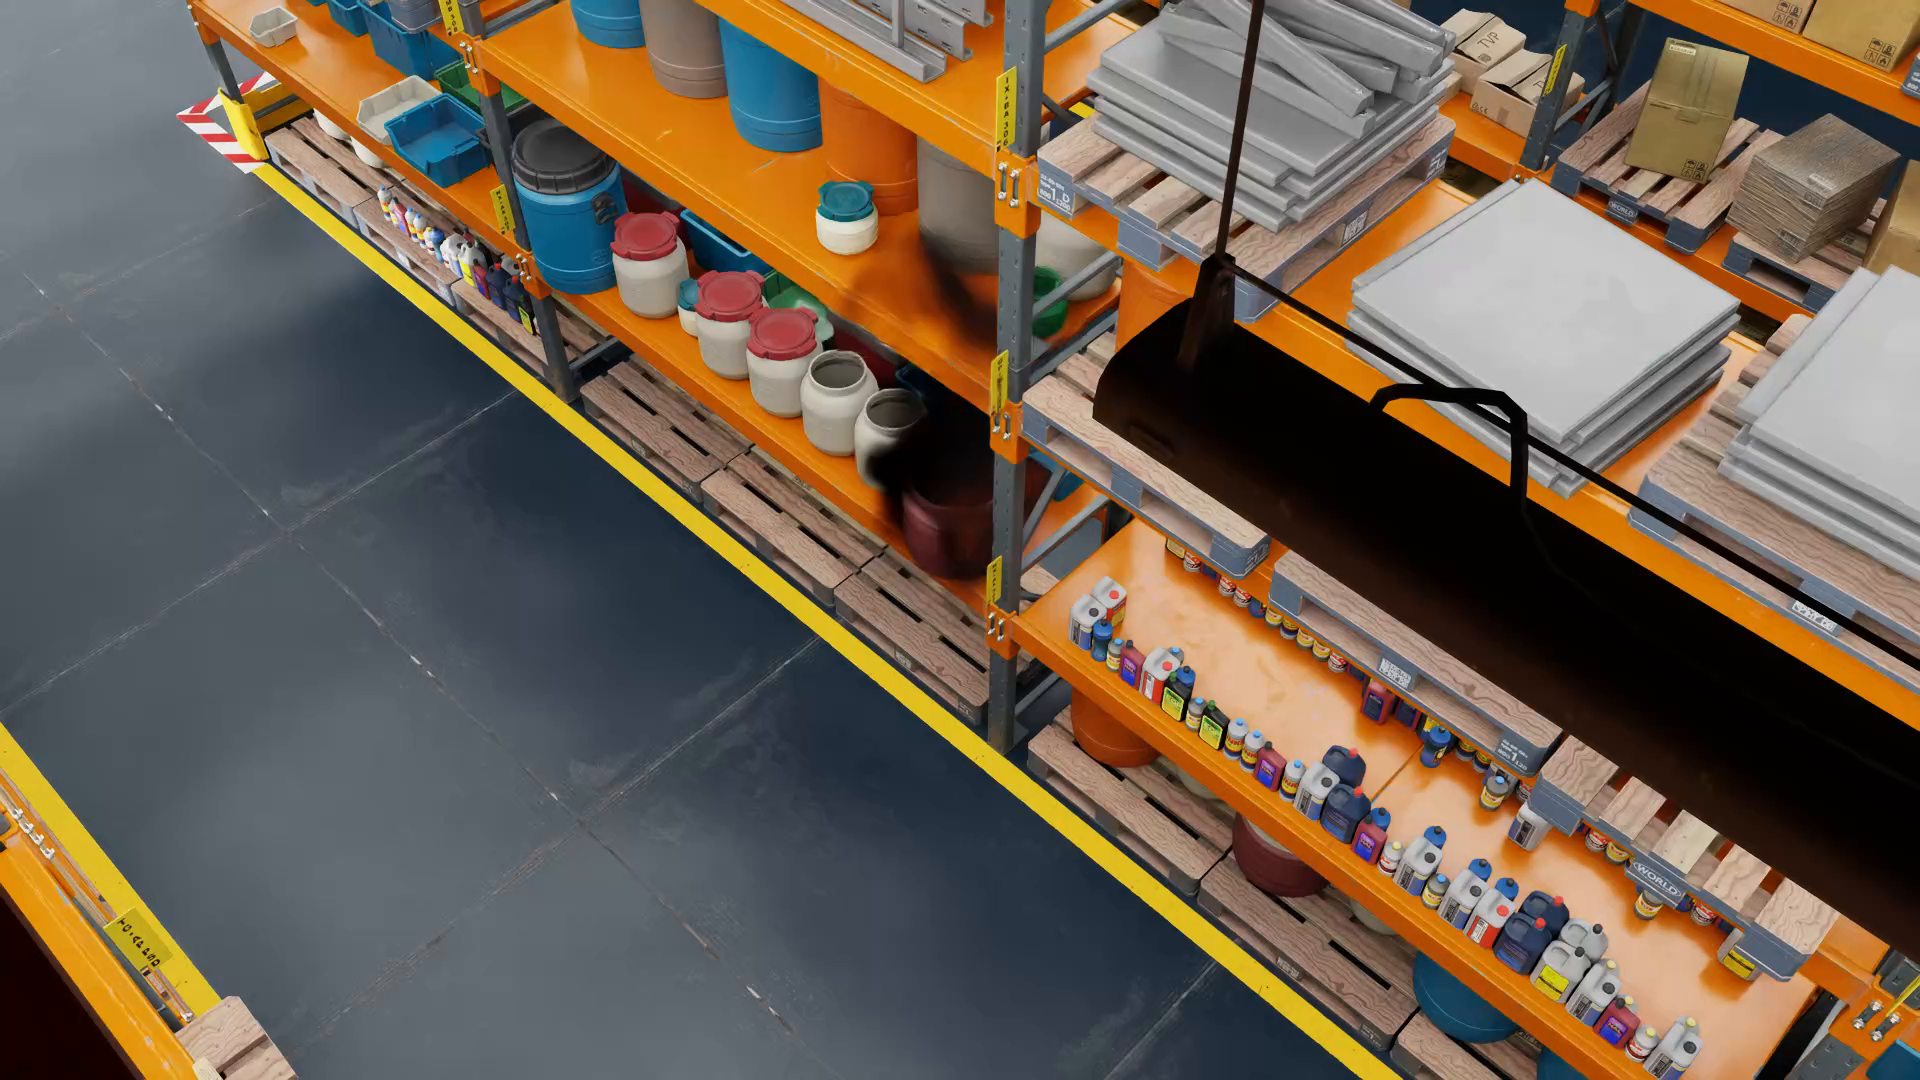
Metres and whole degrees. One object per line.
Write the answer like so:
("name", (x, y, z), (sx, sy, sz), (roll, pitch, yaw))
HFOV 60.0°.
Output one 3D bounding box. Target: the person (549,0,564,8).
("person", (-2.848, -4.125, 12.783), (0.681, 1.621, 0.485), (-11, 51, -9))
